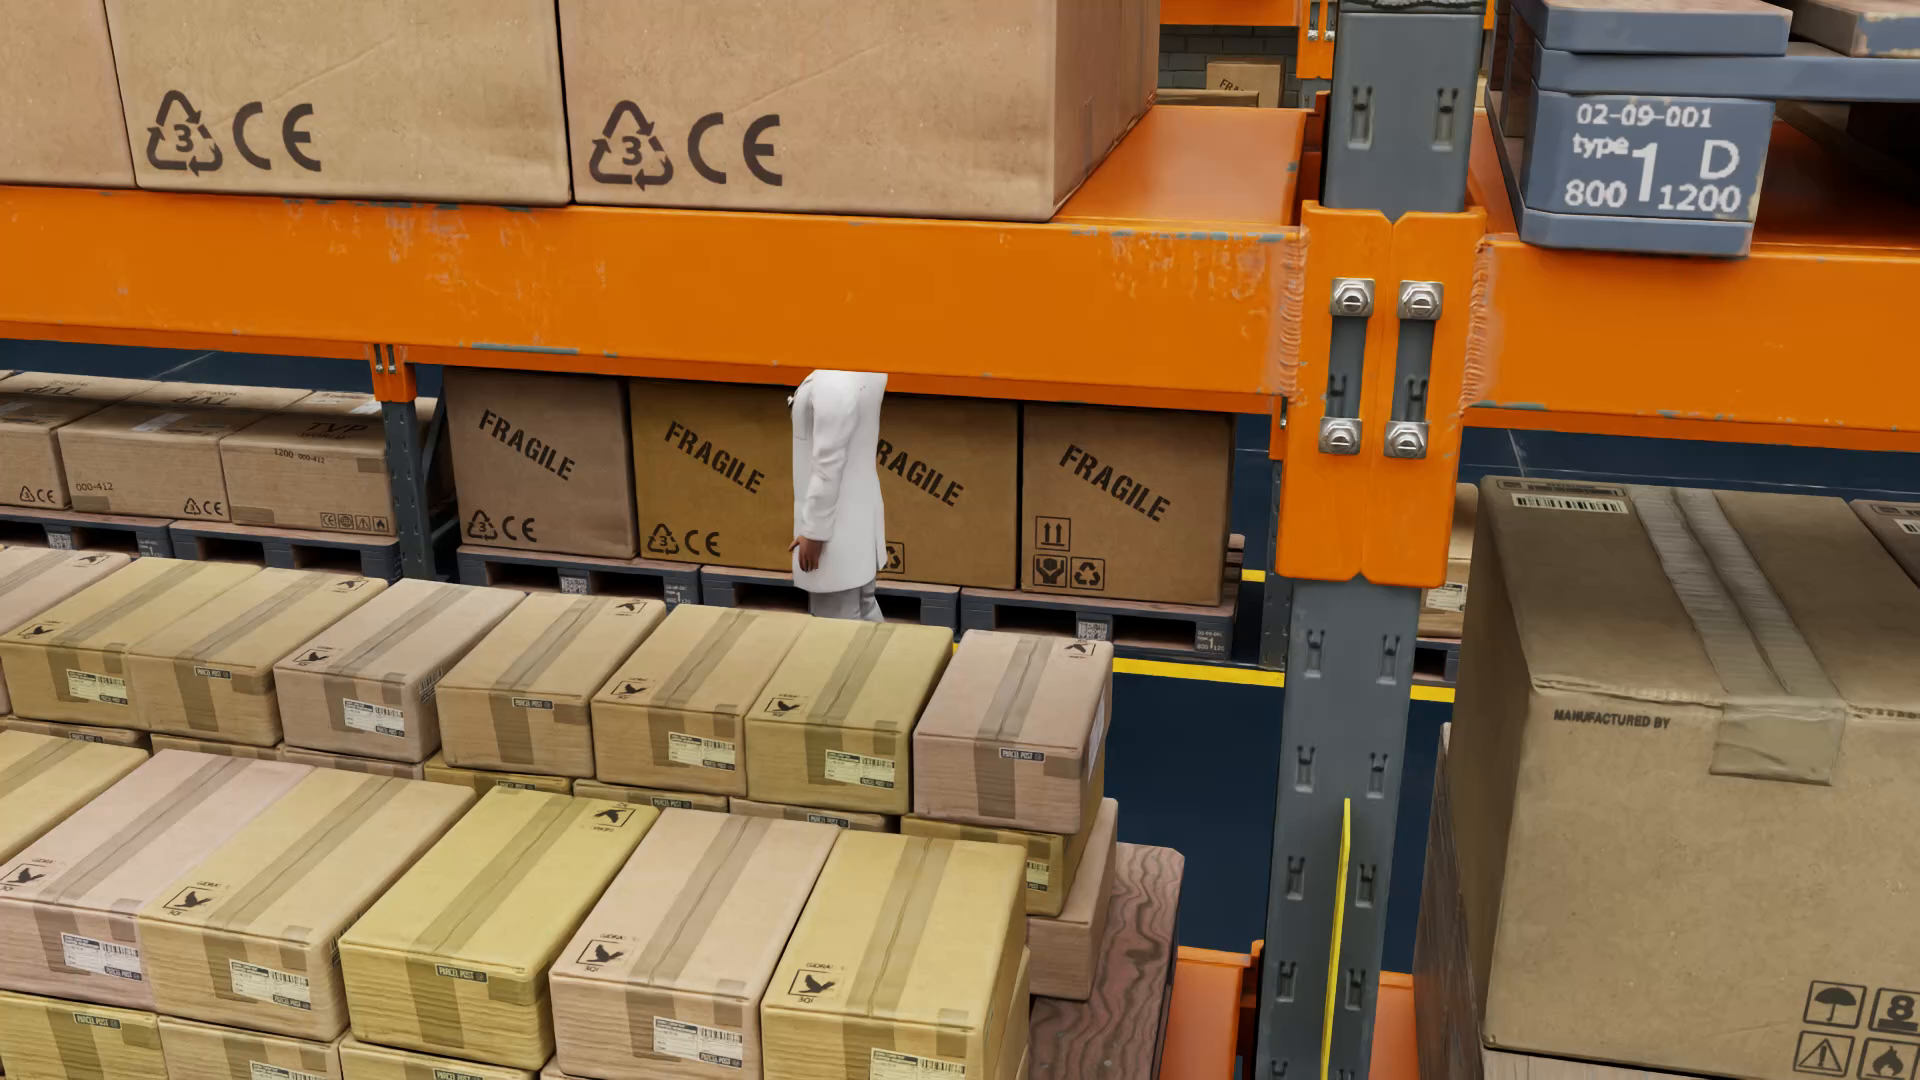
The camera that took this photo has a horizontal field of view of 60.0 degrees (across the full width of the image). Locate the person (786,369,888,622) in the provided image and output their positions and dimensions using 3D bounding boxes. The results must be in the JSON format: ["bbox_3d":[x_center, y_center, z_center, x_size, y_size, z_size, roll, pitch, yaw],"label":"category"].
[{"bbox_3d":[-0.469,-0.077,6.305,0.377,1.781,0.561,5,22,13],"label":"person"}]
